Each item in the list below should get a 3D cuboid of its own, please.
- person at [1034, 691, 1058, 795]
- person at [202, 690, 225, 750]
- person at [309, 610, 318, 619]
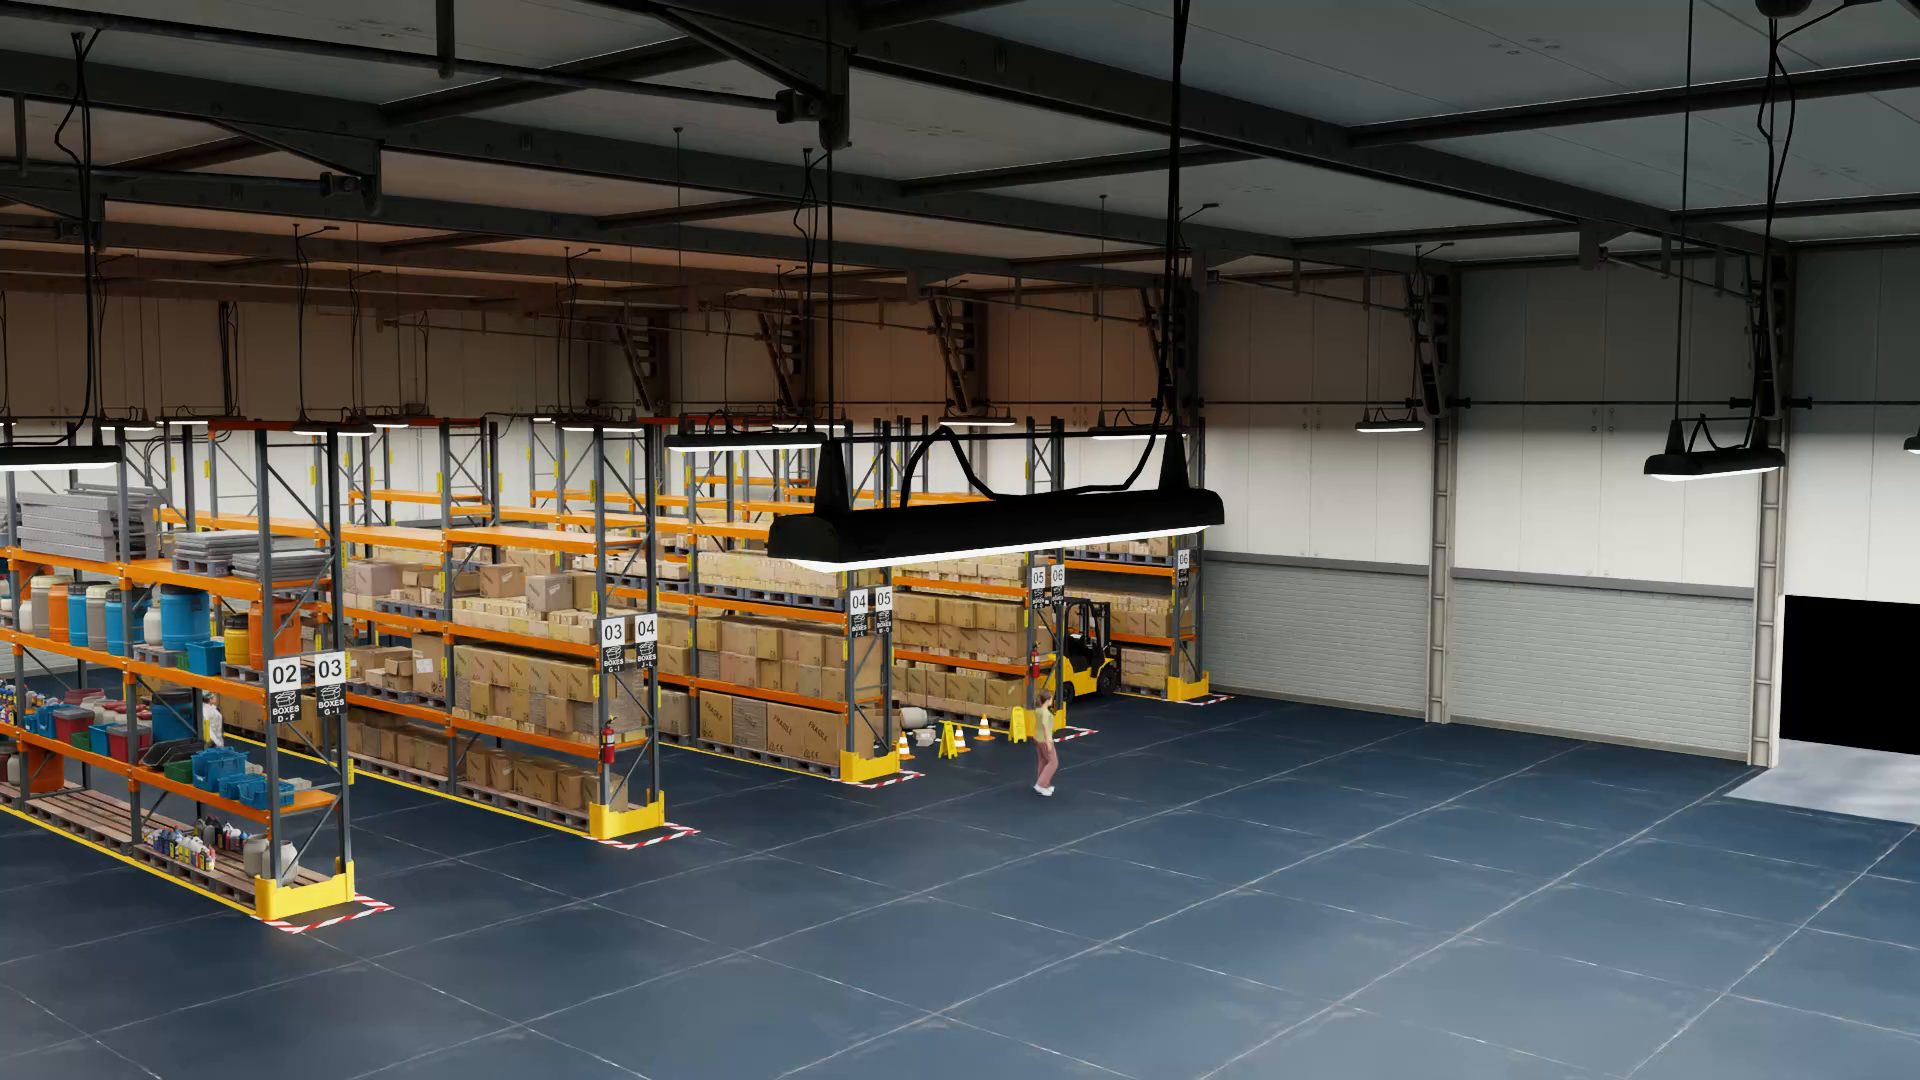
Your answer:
[{"bbox_3d":[1.363,3.394,26.939,0.396,1.424,0.521,-1,5,-17],"label":"person"},{"bbox_3d":[-12.228,3.243,27.187,0.958,1.632,0.424,3,6,34],"label":"person"},{"bbox_3d":[-14.458,2.342,37.281,1.043,1.724,0.522,5,7,44],"label":"person"}]
